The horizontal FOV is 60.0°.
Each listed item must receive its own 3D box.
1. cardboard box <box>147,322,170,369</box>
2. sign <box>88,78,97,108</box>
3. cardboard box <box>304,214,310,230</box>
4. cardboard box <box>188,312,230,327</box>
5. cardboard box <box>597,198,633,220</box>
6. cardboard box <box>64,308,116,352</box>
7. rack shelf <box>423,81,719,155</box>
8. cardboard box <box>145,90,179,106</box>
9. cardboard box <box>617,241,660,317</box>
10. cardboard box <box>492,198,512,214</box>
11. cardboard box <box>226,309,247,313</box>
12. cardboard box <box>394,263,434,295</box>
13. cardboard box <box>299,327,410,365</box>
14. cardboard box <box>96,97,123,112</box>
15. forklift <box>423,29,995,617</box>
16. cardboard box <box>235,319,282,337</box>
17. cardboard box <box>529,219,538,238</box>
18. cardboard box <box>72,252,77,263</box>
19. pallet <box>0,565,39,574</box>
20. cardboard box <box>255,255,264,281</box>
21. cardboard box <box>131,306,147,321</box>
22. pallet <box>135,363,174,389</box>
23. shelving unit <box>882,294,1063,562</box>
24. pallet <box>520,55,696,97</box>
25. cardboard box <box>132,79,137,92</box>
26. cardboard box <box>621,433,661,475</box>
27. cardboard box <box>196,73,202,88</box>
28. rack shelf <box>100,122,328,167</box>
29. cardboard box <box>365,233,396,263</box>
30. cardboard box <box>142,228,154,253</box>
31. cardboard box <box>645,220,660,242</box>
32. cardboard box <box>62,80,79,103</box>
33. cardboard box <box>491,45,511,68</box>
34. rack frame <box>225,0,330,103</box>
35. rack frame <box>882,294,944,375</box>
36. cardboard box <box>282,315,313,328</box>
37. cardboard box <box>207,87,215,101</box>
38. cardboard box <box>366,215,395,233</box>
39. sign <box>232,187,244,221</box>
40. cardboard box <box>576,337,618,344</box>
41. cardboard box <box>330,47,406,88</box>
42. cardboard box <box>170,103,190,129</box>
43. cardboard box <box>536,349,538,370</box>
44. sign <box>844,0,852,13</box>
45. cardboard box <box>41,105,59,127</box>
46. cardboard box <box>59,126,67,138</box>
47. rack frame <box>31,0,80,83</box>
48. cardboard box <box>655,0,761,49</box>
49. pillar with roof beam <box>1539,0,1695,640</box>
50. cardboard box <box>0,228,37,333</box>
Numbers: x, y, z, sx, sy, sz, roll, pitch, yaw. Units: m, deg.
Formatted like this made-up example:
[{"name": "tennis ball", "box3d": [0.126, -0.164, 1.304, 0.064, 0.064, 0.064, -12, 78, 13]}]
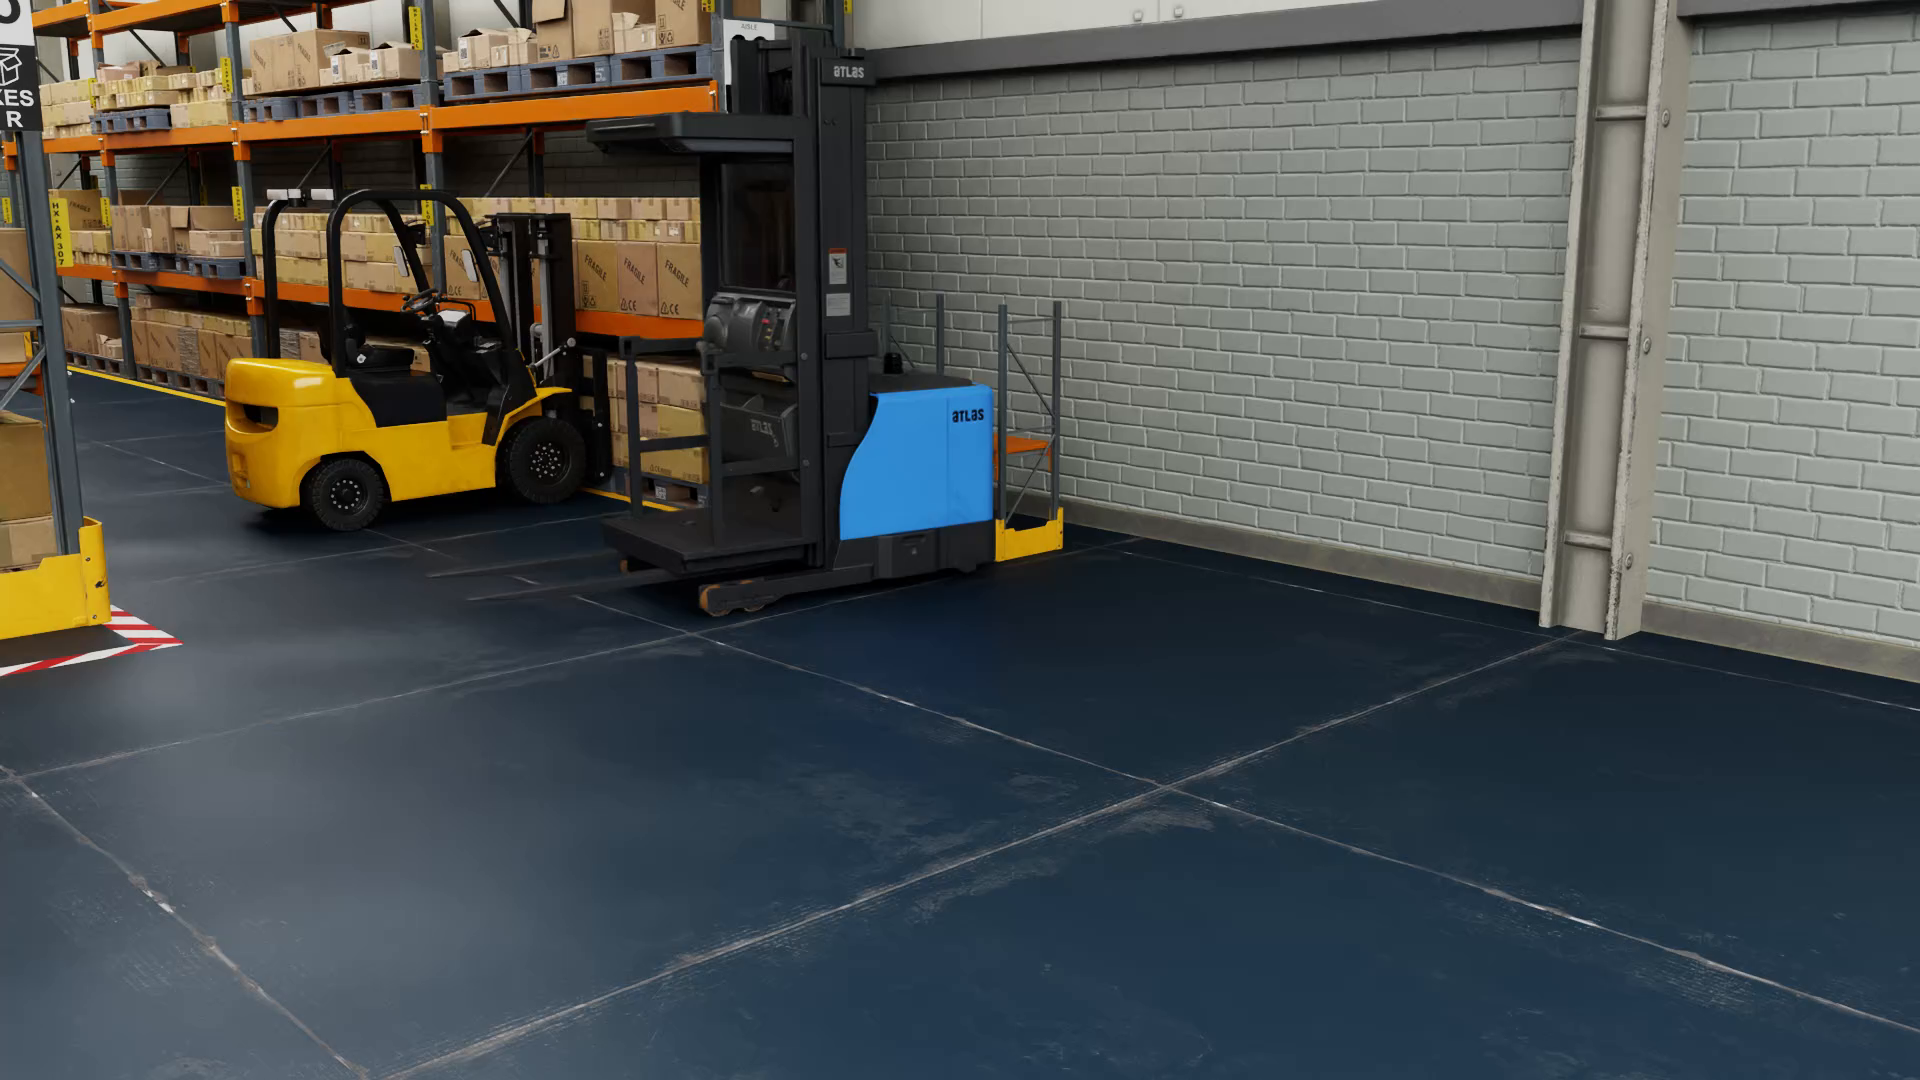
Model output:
[{"name": "cardboard box", "box3d": [-8.912, -2.235, 18.982, 0.500, 0.500, 0.500, -11, 16, -43]}, {"name": "sign", "box3d": [-9.846, -5.078, 18.910, 0.100, 0.325, 0.005, -11, 16, -43]}, {"name": "cardboard box", "box3d": [-5.923, -2.986, 15.616, 0.380, 0.149, 0.250, -11, 16, -42]}, {"name": "cardboard box", "box3d": [-8.249, -2.425, 18.294, 0.380, 0.149, 0.250, -11, 16, -42]}, {"name": "cardboard box", "box3d": [-2.343, -2.352, 11.800, 0.380, 0.149, 0.250, -10, 16, -41]}, {"name": "cardboard box", "box3d": [-11.012, -2.674, 21.110, 0.500, 0.500, 0.500, -11, 16, -42]}, {"name": "rack shelf", "box3d": [-2.553, -3.090, 12.324, 1.077, 0.370, 4.000, -11, 16, -43]}, {"name": "cardboard box", "box3d": [-8.460, -4.713, 17.756, 0.380, 0.149, 0.250, -10, 16, -41]}, {"name": "cardboard box", "box3d": [-2.053, -1.842, 11.672, 0.500, 0.500, 0.500, -10, 15, -41]}, {"name": "cardboard box", "box3d": [-3.396, -2.576, 12.888, 0.380, 0.149, 0.250, -10, 16, -41]}, {"name": "cardboard box", "box3d": [-8.071, -2.535, 18.828, 0.380, 0.149, 0.250, -11, 16, -42]}, {"name": "cardboard box", "box3d": [-4.471, -2.228, 14.166, 0.500, 0.250, 0.500, -10, 16, -41]}, {"name": "cardboard box", "box3d": [-5.818, -1.704, 16.093, 0.875, 0.625, 0.625, -10, 15, -41]}, {"name": "cardboard box", "box3d": [-9.540, -4.934, 18.827, 0.380, 0.149, 0.250, -11, 16, -42]}, {"name": "forklift", "box3d": [-1.299, -1.161, 8.784, 3.031, 2.935, 1.130, -8, 14, -34]}, {"name": "cardboard box", "box3d": [-7.220, -2.184, 17.127, 0.250, 0.149, 0.380, 11, 16, 42]}, {"name": "cardboard box", "box3d": [-3.041, -2.357, 12.565, 0.250, 0.149, 0.380, 11, 16, 43]}, {"name": "cardboard box", "box3d": [-10.914, -3.548, 20.823, 0.380, 0.149, 0.250, -11, 16, -43]}, {"name": "pallet", "box3d": [-5.347, 0.242, 8.712, 1.003, 0.211, 1.213, -11, 16, -43]}, {"name": "cardboard box", "box3d": [-6.567, -2.676, 16.340, 0.500, 0.250, 0.500, -11, 16, -42]}, {"name": "cardboard box", "box3d": [-9.403, -2.642, 19.348, 0.380, 0.149, 0.250, -10, 15, -40]}, {"name": "pallet", "box3d": [-8.870, -1.953, 19.368, 1.003, 0.211, 1.213, -11, 16, -43]}, {"name": "shelving unit", "box3d": [0.053, -0.723, 10.206, 0.587, 1.500, 1.083, -11, 16, -43]}, {"name": "pallet", "box3d": [-2.488, -3.392, 12.226, 1.003, 0.211, 1.213, -11, 16, -43]}, {"name": "cardboard box", "box3d": [-8.774, -4.939, 18.114, 0.380, 0.149, 0.250, -11, 16, -42]}, {"name": "cardboard box", "box3d": [-2.061, -0.638, 11.850, 0.500, 0.250, 0.500, -11, 16, -43]}, {"name": "cardboard box", "box3d": [-7.618, -4.722, 17.110, 0.380, 0.149, 0.250, -11, 16, -43]}, {"name": "rack shelf", "box3d": [-8.077, -4.257, 17.991, 1.077, 0.370, 4.000, -11, 16, -43]}, {"name": "cardboard box", "box3d": [-4.818, -2.546, 14.470, 0.500, 0.250, 0.500, 11, 16, 44]}, {"name": "cardboard box", "box3d": [-8.777, -3.316, 18.365, 0.396, 0.266, 0.258, -10, 15, -40]}, {"name": "cardboard box", "box3d": [-1.947, -2.139, 11.504, 0.380, 0.149, 0.250, -11, 16, -42]}, {"name": "cardboard box", "box3d": [-10.338, -5.331, 19.818, 0.500, 0.250, 0.500, -11, 16, -43]}, {"name": "cardboard box", "box3d": [-3.313, -3.646, 12.573, 0.380, 0.149, 0.250, -10, 15, -41]}, {"name": "rack frame", "box3d": [-6.696, -5.787, 16.199, 1.000, 3.000, 0.127, -11, 16, -43]}, {"name": "rack frame", "box3d": [-0.292, -0.796, 10.560, 0.500, 1.500, 0.032, -11, 16, -43]}, {"name": "cardboard box", "box3d": [-6.995, -2.310, 17.735, 0.380, 0.149, 0.250, -10, 15, -41]}, {"name": "cardboard box", "box3d": [-7.443, -4.540, 16.965, 0.380, 0.149, 0.250, -10, 16, -41]}, {"name": "cardboard box", "box3d": [-4.930, -2.748, 14.463, 0.250, 0.149, 0.380, 11, 16, 43]}, {"name": "sign", "box3d": [-7.082, -3.300, 16.321, 0.100, 0.325, 0.005, -11, 16, -43]}, {"name": "cardboard box", "box3d": [-3.093, -1.497, 13.538, 0.500, 0.250, 0.500, -11, 16, -43]}, {"name": "cardboard box", "box3d": [-5.140, -4.129, 14.516, 0.500, 0.311, 0.500, 11, 16, 43]}, {"name": "cardboard box", "box3d": [-7.920, -4.432, 17.426, 0.500, 0.250, 0.500, -11, 16, -43]}, {"name": "cardboard box", "box3d": [-3.129, -1.352, 12.836, 0.500, 0.250, 0.500, -10, 15, -41]}, {"name": "sign", "box3d": [-0.766, -3.693, 11.109, 0.100, 0.325, 0.005, -11, 16, -43]}, {"name": "cardboard box", "box3d": [-11.028, -5.235, 20.586, 0.500, 0.250, 0.500, -11, 16, -43]}, {"name": "cardboard box", "box3d": [-10.775, -4.982, 20.347, 0.380, 0.149, 0.250, -11, 16, -42]}, {"name": "rack frame", "box3d": [-12.221, -6.954, 21.866, 1.000, 3.000, 0.127, -11, 16, -43]}, {"name": "cardboard box", "box3d": [-1.654, -3.484, 10.921, 0.500, 0.500, 0.500, -10, 15, -41]}, {"name": "pillar with roof beam", "box3d": [0.029, -3.371, 4.472, 9.100, 9.000, 0.400, -11, 16, -43]}, {"name": "cardboard box", "box3d": [-4.886, -1.291, 8.260, 0.500, 0.500, 0.500, -11, 16, -43]}]
